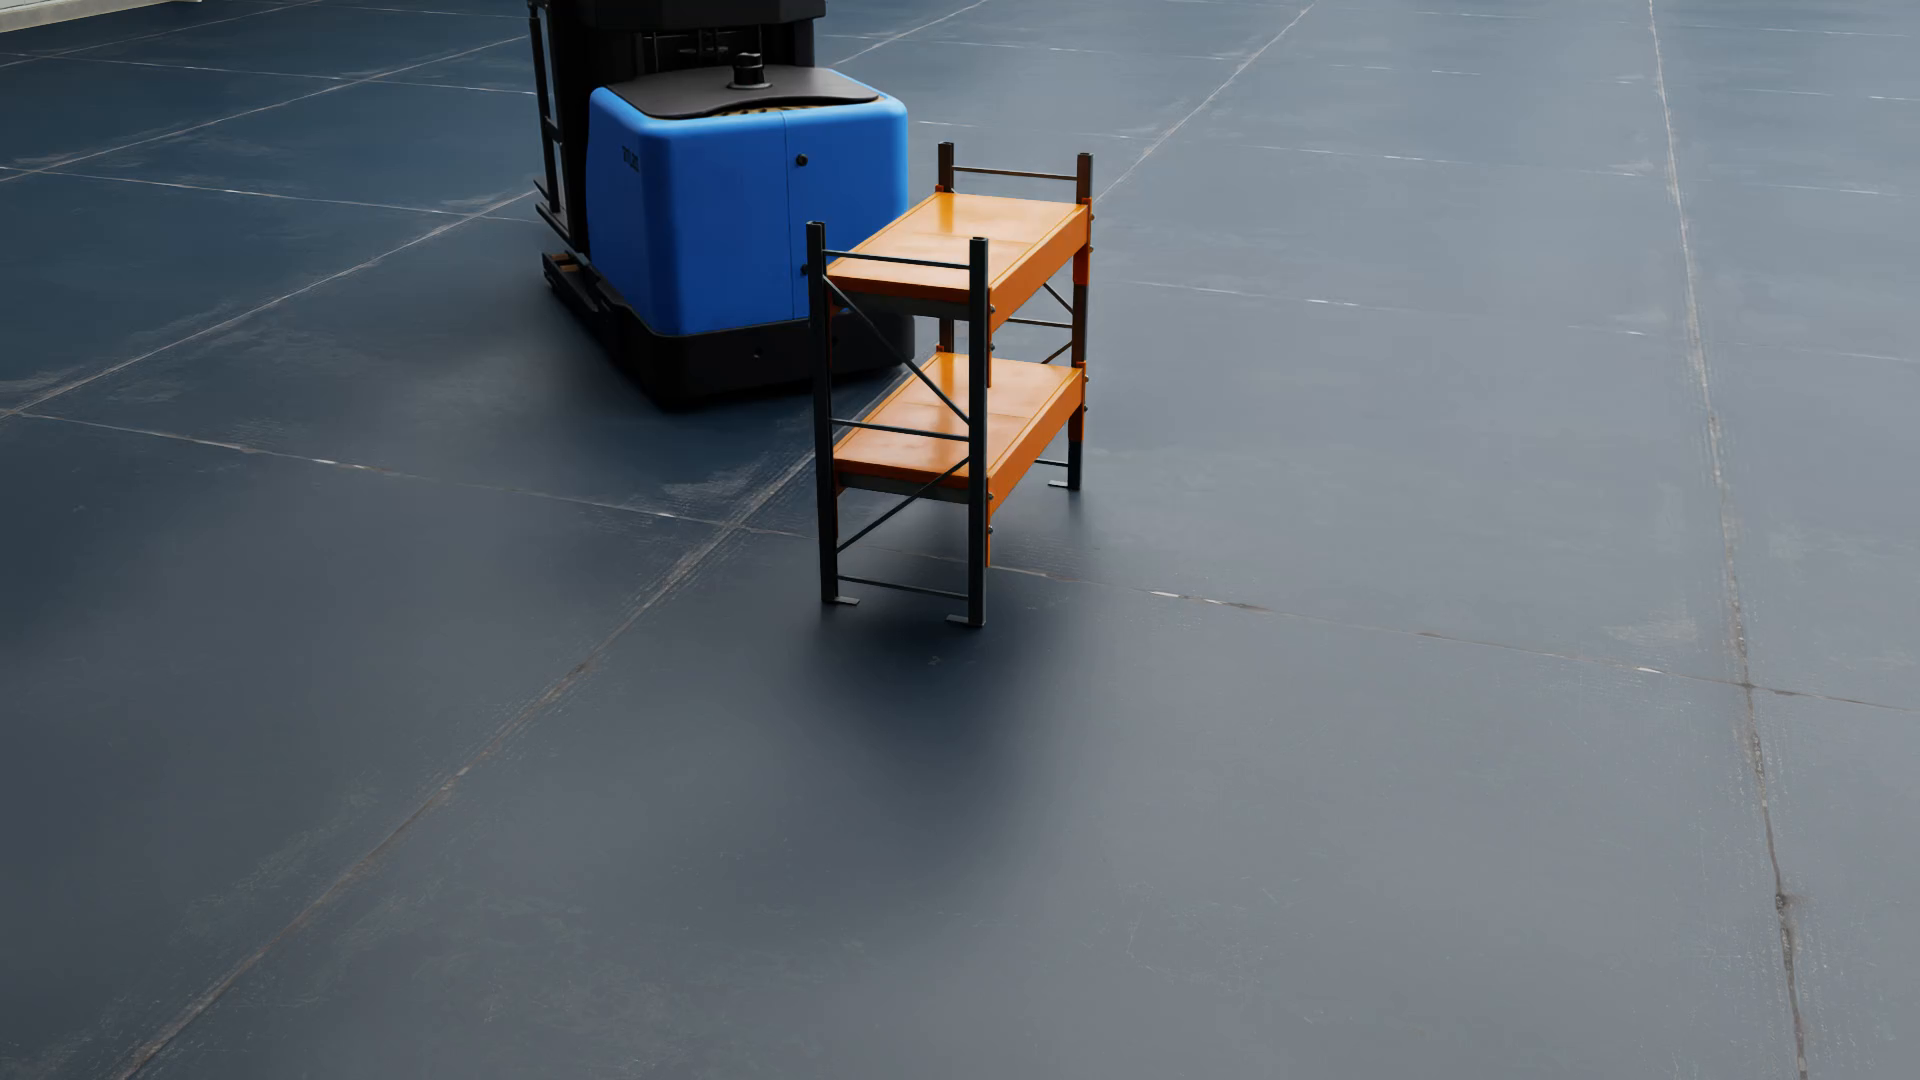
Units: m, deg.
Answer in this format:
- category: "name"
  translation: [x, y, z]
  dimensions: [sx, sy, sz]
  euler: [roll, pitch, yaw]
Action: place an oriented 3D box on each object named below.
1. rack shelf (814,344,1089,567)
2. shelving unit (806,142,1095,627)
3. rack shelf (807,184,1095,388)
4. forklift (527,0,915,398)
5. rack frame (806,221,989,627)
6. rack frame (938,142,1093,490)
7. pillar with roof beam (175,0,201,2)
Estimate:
- category: "rack shelf"
  translation: [0.002, -0.289, 5.117]
  dimensions: [0.538, 0.278, 1.000]
  euler: [9, 27, 17]
- category: "shelving unit"
  translation: [0.002, -0.509, 5.011]
  dimensions: [0.538, 1.125, 1.048]
  euler: [9, 27, 17]
- category: "rack shelf"
  translation: [0.002, -0.772, 4.883]
  dimensions: [0.538, 0.278, 1.000]
  euler: [9, 27, 17]
- category: "forklift"
  translation: [-1.259, -2.460, 6.968]
  dimensions: [1.130, 2.935, 3.031]
  euler: [-11, 28, -22]
- category: "rack frame"
  translation: [-0.167, -0.300, 4.579]
  dimensions: [0.500, 1.125, 0.032]
  euler: [9, 27, 17]
- category: "rack frame"
  translation: [0.171, -0.718, 5.442]
  dimensions: [0.500, 1.125, 0.032]
  euler: [9, 27, 17]
- category: "pillar with roof beam"
  translation: [-3.271, -8.647, 12.783]
  dimensions: [9.100, 9.000, 0.400]
  euler: [9, 27, 17]
